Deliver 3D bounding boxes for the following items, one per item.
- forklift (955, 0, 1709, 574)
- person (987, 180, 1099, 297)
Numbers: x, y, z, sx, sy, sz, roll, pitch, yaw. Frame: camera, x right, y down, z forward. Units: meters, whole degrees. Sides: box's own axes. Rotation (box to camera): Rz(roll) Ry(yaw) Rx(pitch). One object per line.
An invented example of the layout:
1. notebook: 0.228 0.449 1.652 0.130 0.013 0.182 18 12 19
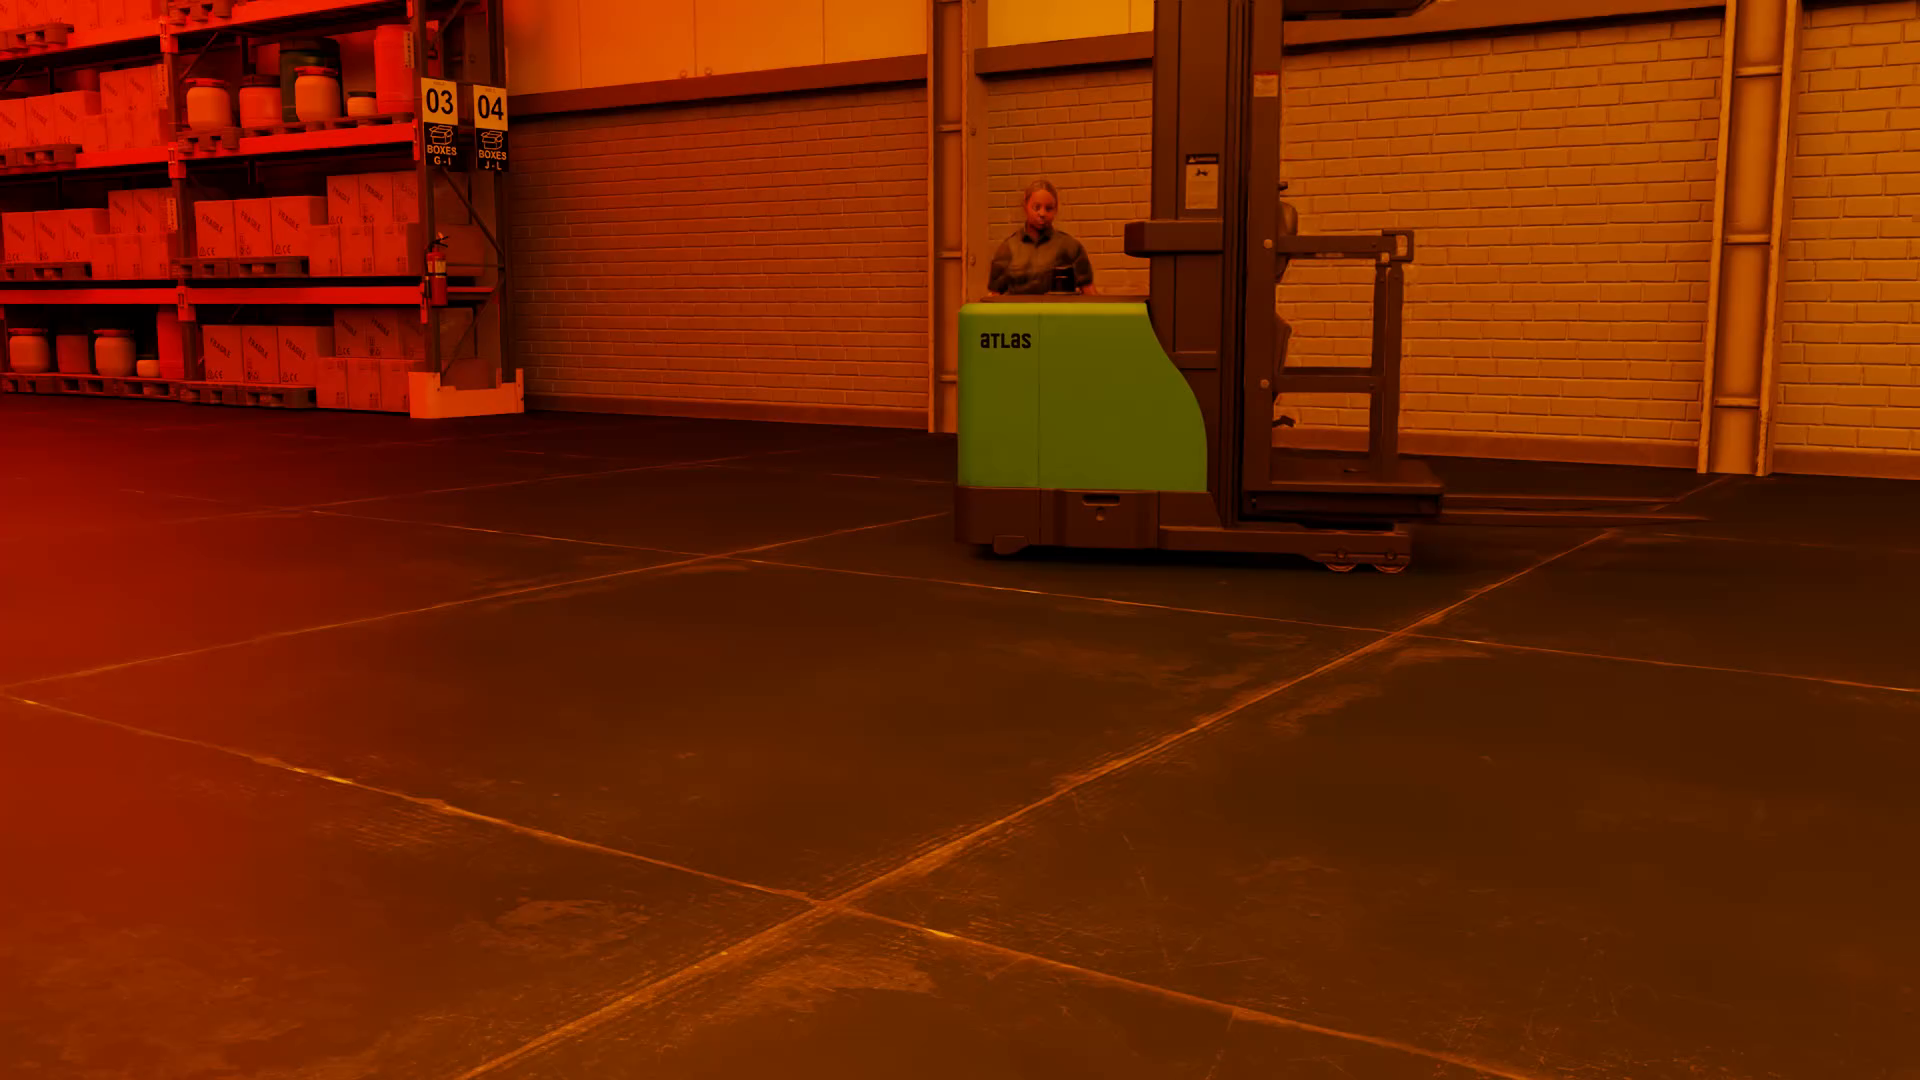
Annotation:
1. forklift: 1.546 -1.398 7.023 3.031 2.935 1.130 2 8 11
2. person: 0.419 -0.960 8.281 0.696 1.635 0.374 1 8 9
